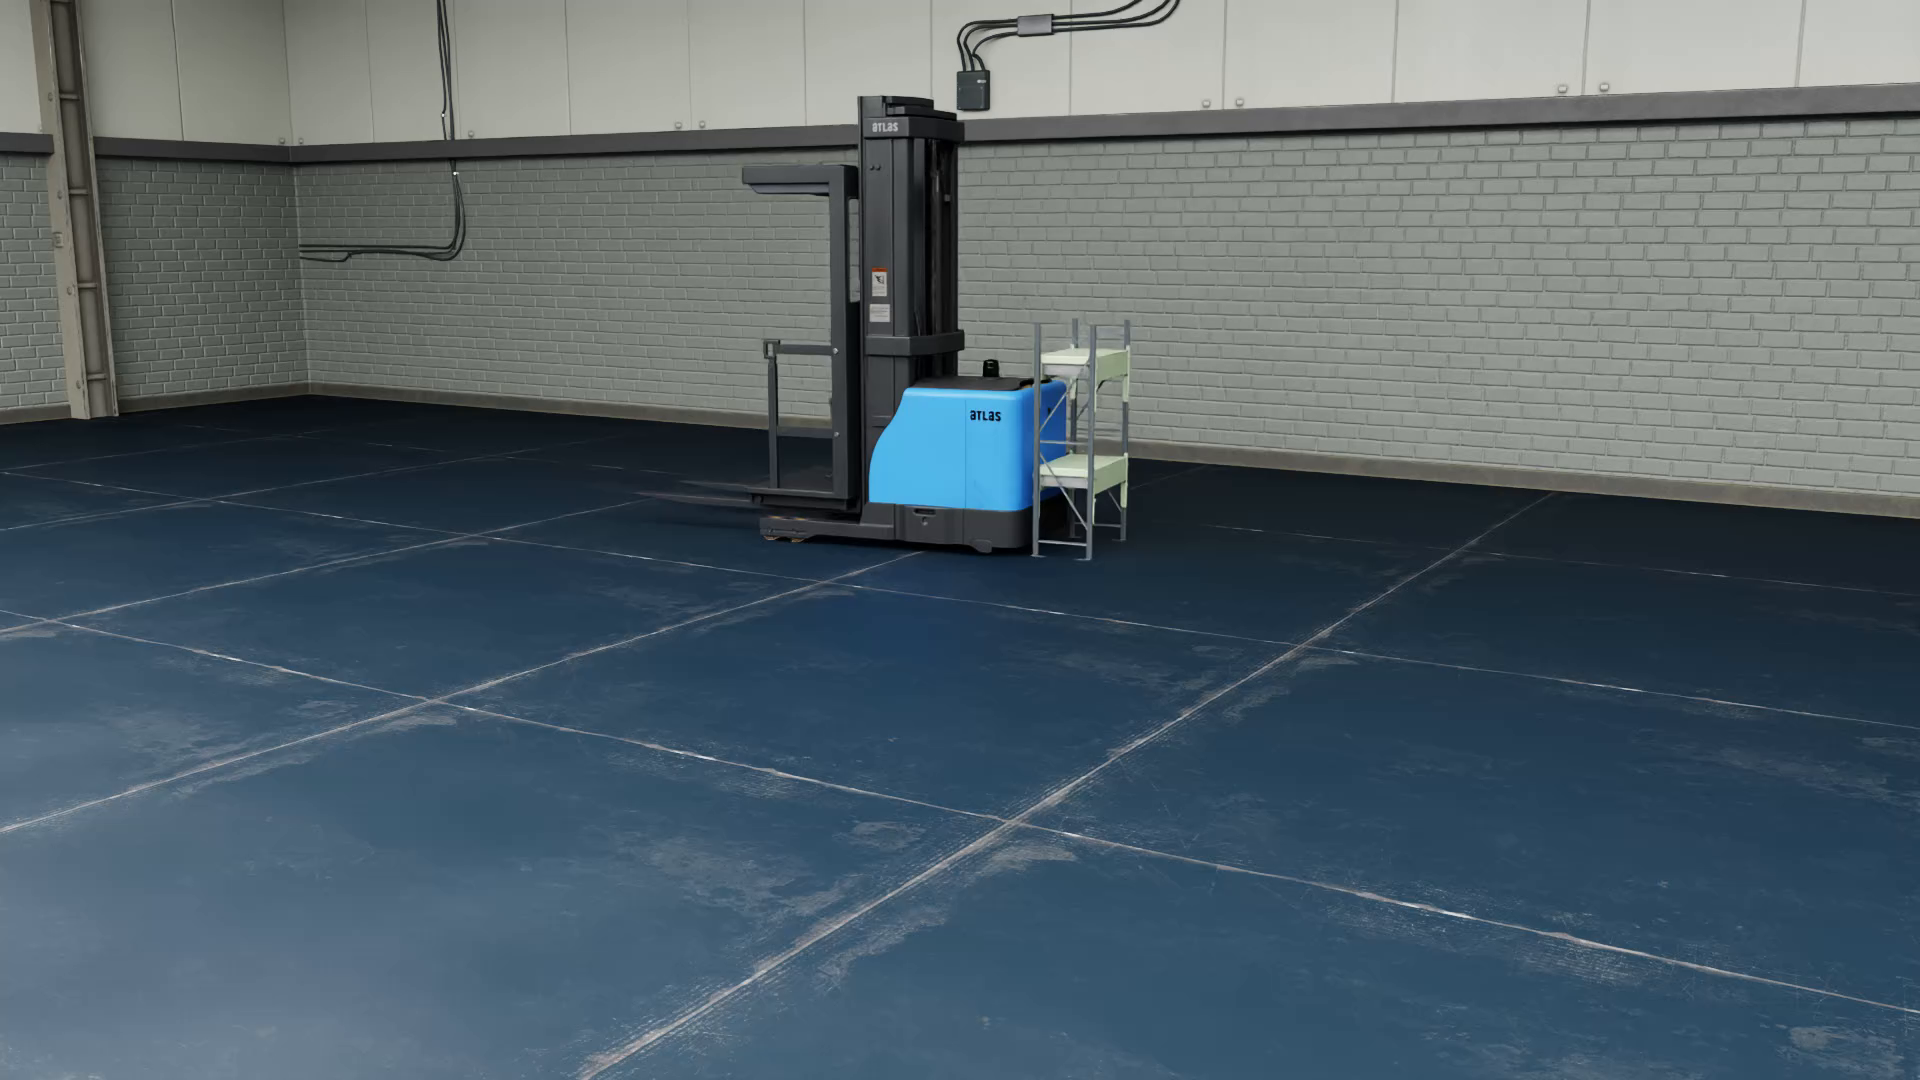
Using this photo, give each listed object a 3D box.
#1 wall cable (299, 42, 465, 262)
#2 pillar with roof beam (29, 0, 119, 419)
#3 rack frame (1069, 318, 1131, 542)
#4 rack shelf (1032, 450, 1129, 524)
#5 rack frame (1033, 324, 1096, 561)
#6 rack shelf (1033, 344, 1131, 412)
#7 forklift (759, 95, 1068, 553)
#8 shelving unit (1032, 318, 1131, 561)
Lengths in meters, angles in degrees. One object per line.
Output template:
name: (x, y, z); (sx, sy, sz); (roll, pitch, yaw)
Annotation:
wall cable: (-7.134, -4.630, 20.081); (3.097, 2.526, 0.112); (6, 12, 31)
pillar with roof beam: (-6.114, -5.407, 15.798); (9.100, 9.000, 0.400); (6, 12, 31)
rack frame: (0.943, -0.740, 11.246); (0.400, 1.500, 0.023); (4, 12, 22)
rack shelf: (0.802, -0.358, 10.974); (0.431, 0.370, 0.720); (4, 12, 22)
rack frame: (0.661, -0.616, 10.582); (0.400, 1.500, 0.023); (4, 12, 22)
rack shelf: (0.803, -1.062, 10.842); (0.431, 0.370, 0.720); (4, 12, 22)
forklift: (-0.823, -1.507, 11.451); (3.031, 2.935, 1.130); (4, 11, 22)
shelving unit: (0.802, -0.678, 10.914); (0.431, 1.500, 0.755); (4, 12, 22)
